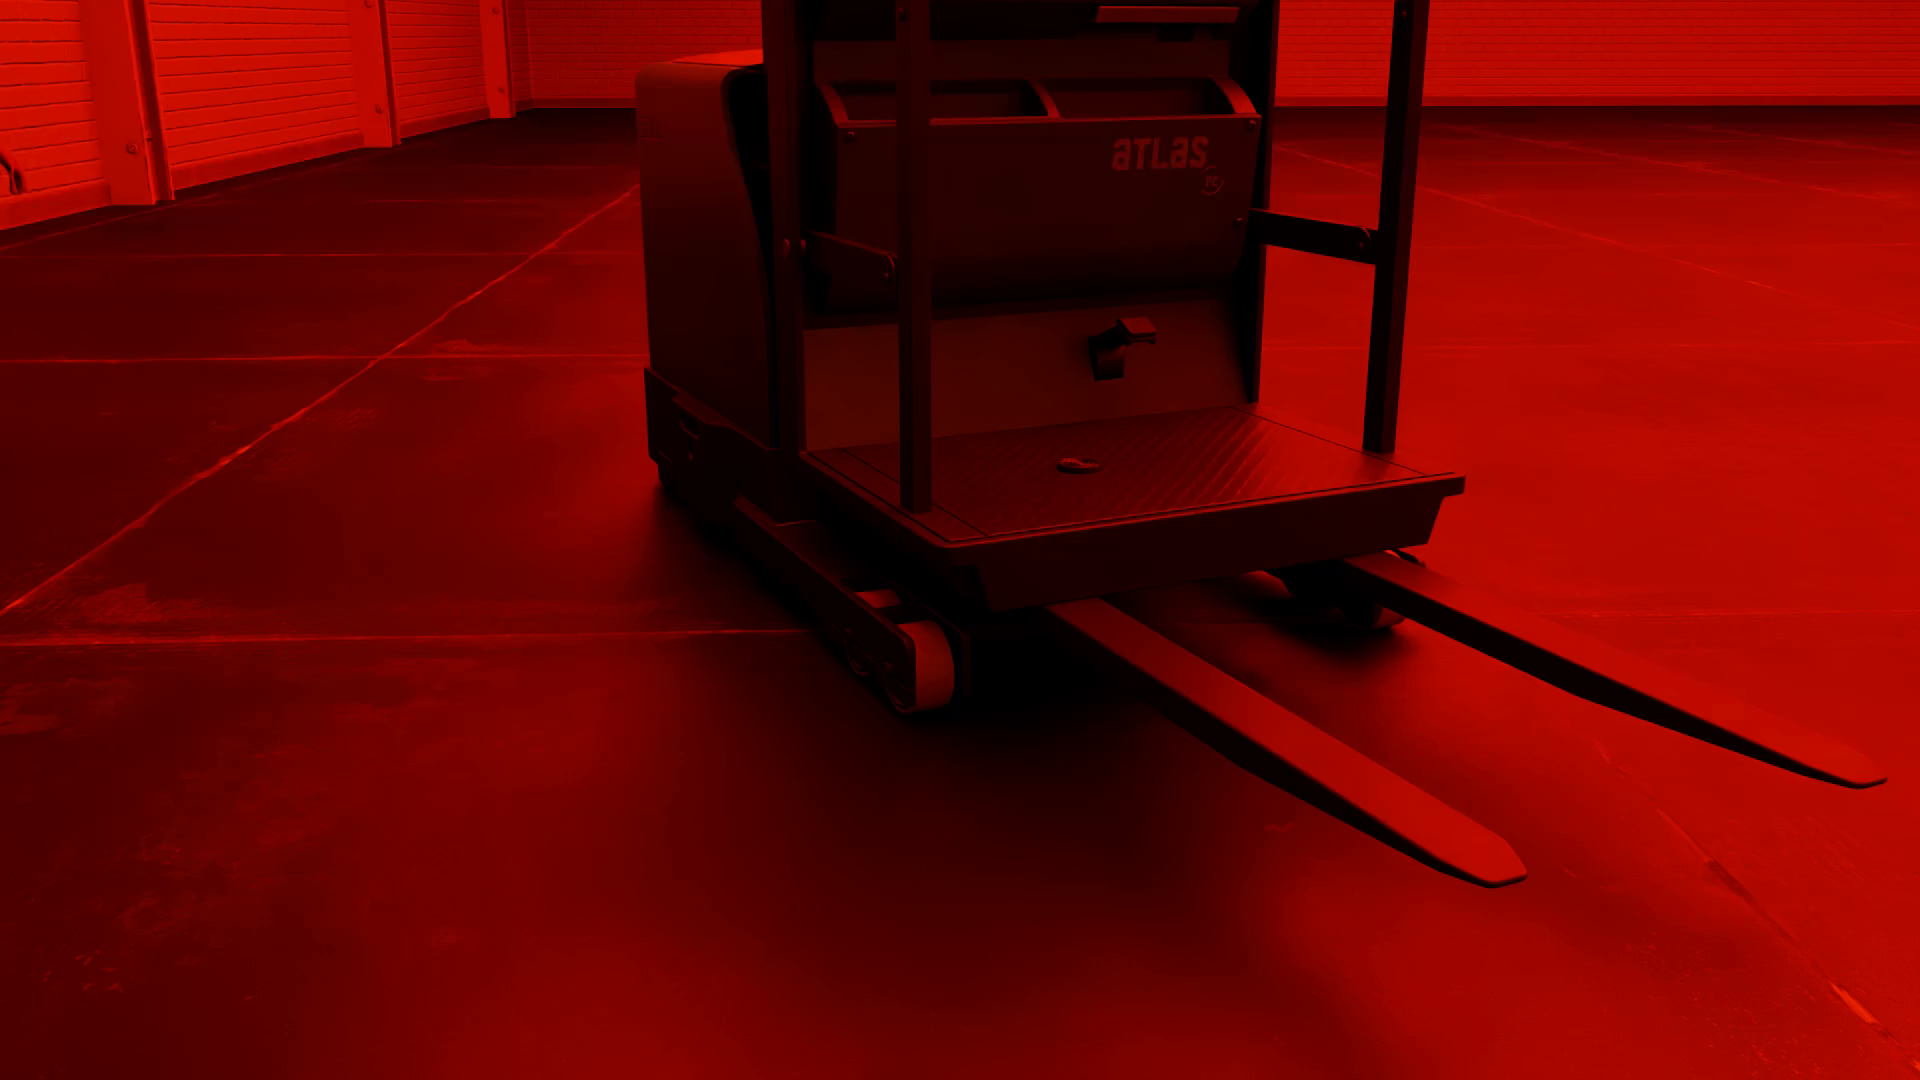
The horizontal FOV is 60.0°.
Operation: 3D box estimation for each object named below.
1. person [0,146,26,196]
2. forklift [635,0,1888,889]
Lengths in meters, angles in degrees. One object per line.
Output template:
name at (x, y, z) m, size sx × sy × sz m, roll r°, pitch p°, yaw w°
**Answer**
person at (-2.862, -0.917, 4.309) m, size 0.792 × 1.534 × 0.803 m, roll -6°, pitch 18°, yaw -19°
forklift at (0.258, -1.240, 2.962) m, size 1.130 × 2.935 × 3.031 m, roll -8°, pitch 19°, yaw -24°
